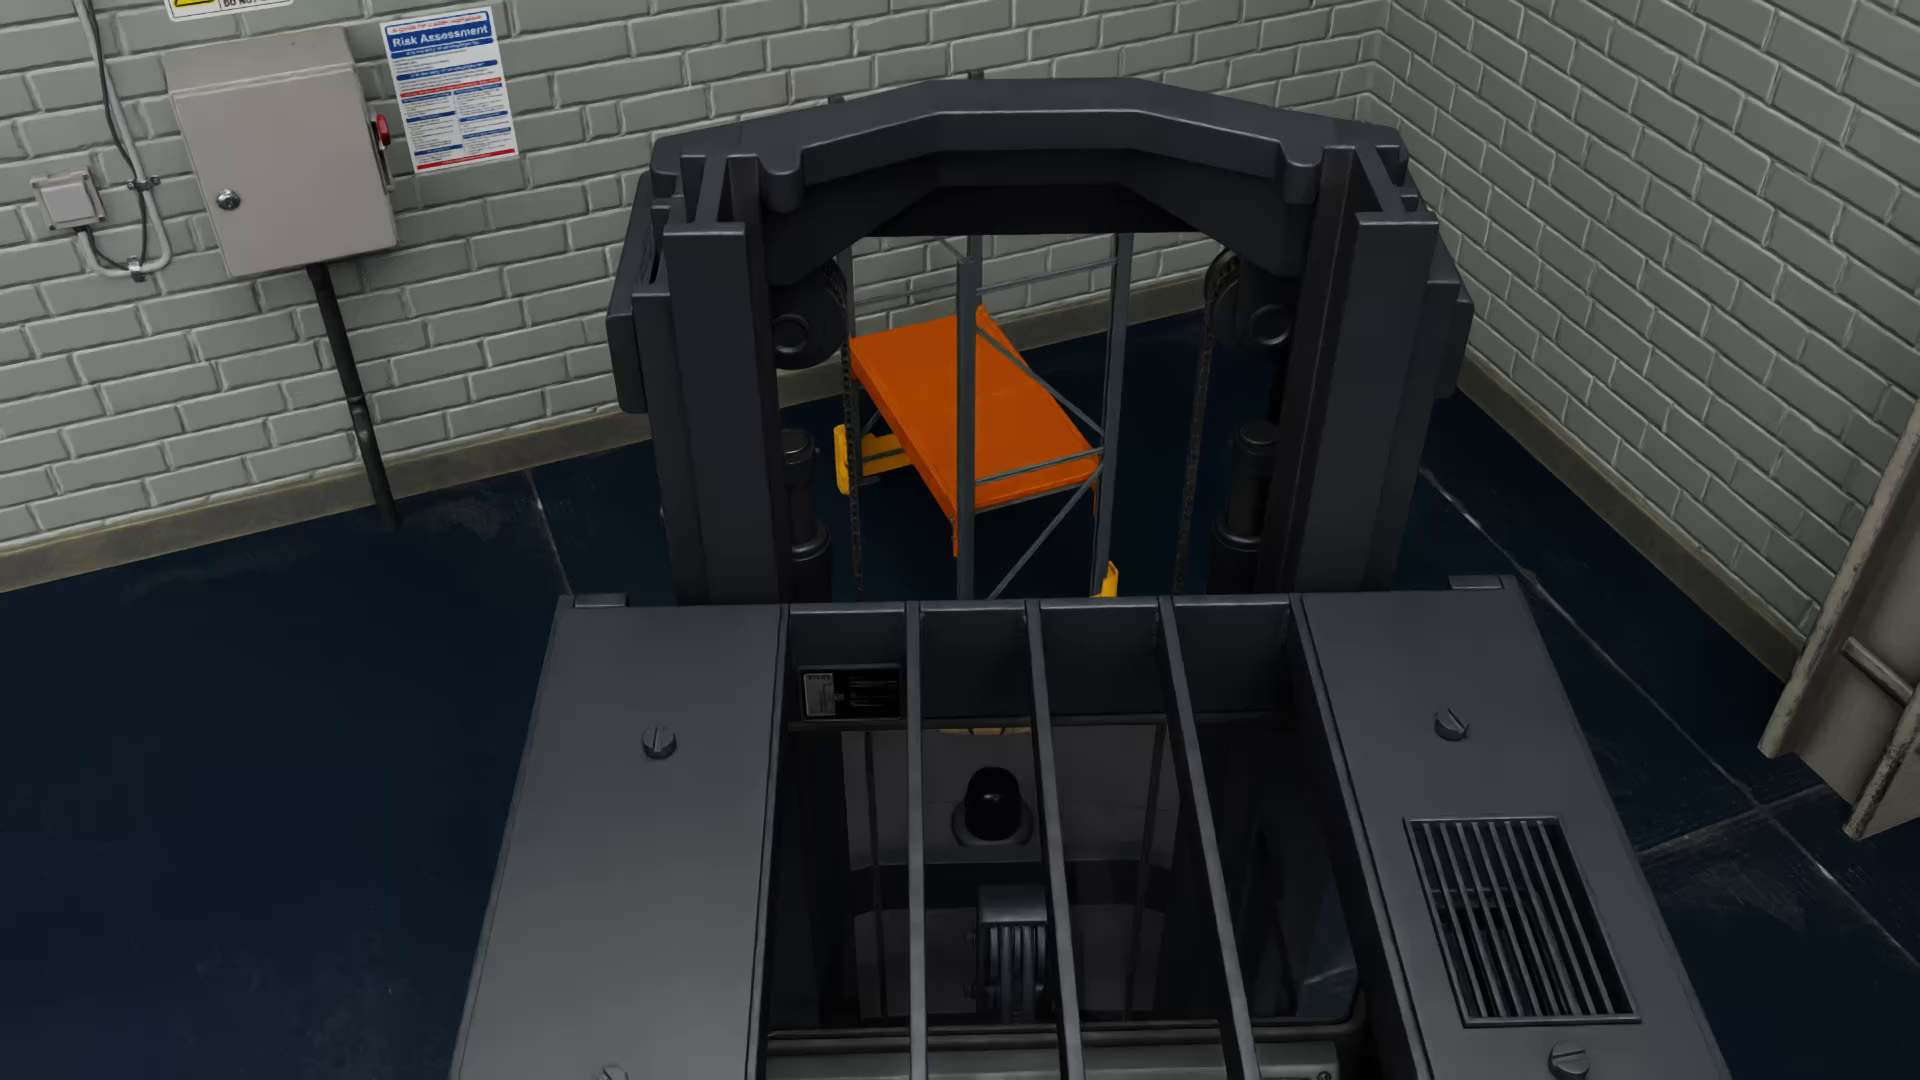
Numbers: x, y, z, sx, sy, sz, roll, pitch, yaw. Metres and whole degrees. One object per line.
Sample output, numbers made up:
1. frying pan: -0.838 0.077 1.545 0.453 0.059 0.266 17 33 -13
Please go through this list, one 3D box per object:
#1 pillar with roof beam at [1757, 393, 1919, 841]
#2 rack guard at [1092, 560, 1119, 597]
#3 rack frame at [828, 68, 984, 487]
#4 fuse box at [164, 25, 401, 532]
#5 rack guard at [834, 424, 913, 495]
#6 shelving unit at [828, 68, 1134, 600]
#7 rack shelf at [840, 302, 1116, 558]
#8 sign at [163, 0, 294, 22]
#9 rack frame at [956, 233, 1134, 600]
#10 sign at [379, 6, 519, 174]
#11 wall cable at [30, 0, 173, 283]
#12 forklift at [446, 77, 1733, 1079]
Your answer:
1. pillar with roof beam: -1.354 -1.635 0.749 9.100 9.000 0.400 -15 43 -17
2. rack guard: 0.220 0.251 5.266 0.587 0.250 0.087 -15 43 -17
3. rack frame: -0.162 -0.823 5.557 0.500 1.500 0.032 -15 43 -17
4. fuse box: -1.945 -0.683 5.232 0.539 1.711 0.414 -15 43 -17
5. rack guard: -0.161 -0.349 5.964 0.587 0.250 0.087 -15 43 -17
6. shelving unit: 0.029 -0.523 5.208 0.587 1.500 1.083 -15 43 -17
7. rack shelf: 0.033 -0.381 5.319 0.538 0.185 1.000 -15 43 -17
8. sign: -2.075 -1.596 4.672 0.339 0.242 0.001 -15 43 -17
9. rack frame: 0.227 -0.211 4.845 0.500 1.500 0.032 -15 43 -17
10. sign: -1.568 -1.384 5.131 0.329 0.494 0.001 -15 43 -17
11. wall cable: -2.636 -1.481 4.393 0.588 1.984 0.122 -15 43 -17
12. forklift: 0.100 1.027 2.307 1.130 2.935 3.031 -1 41 -1
